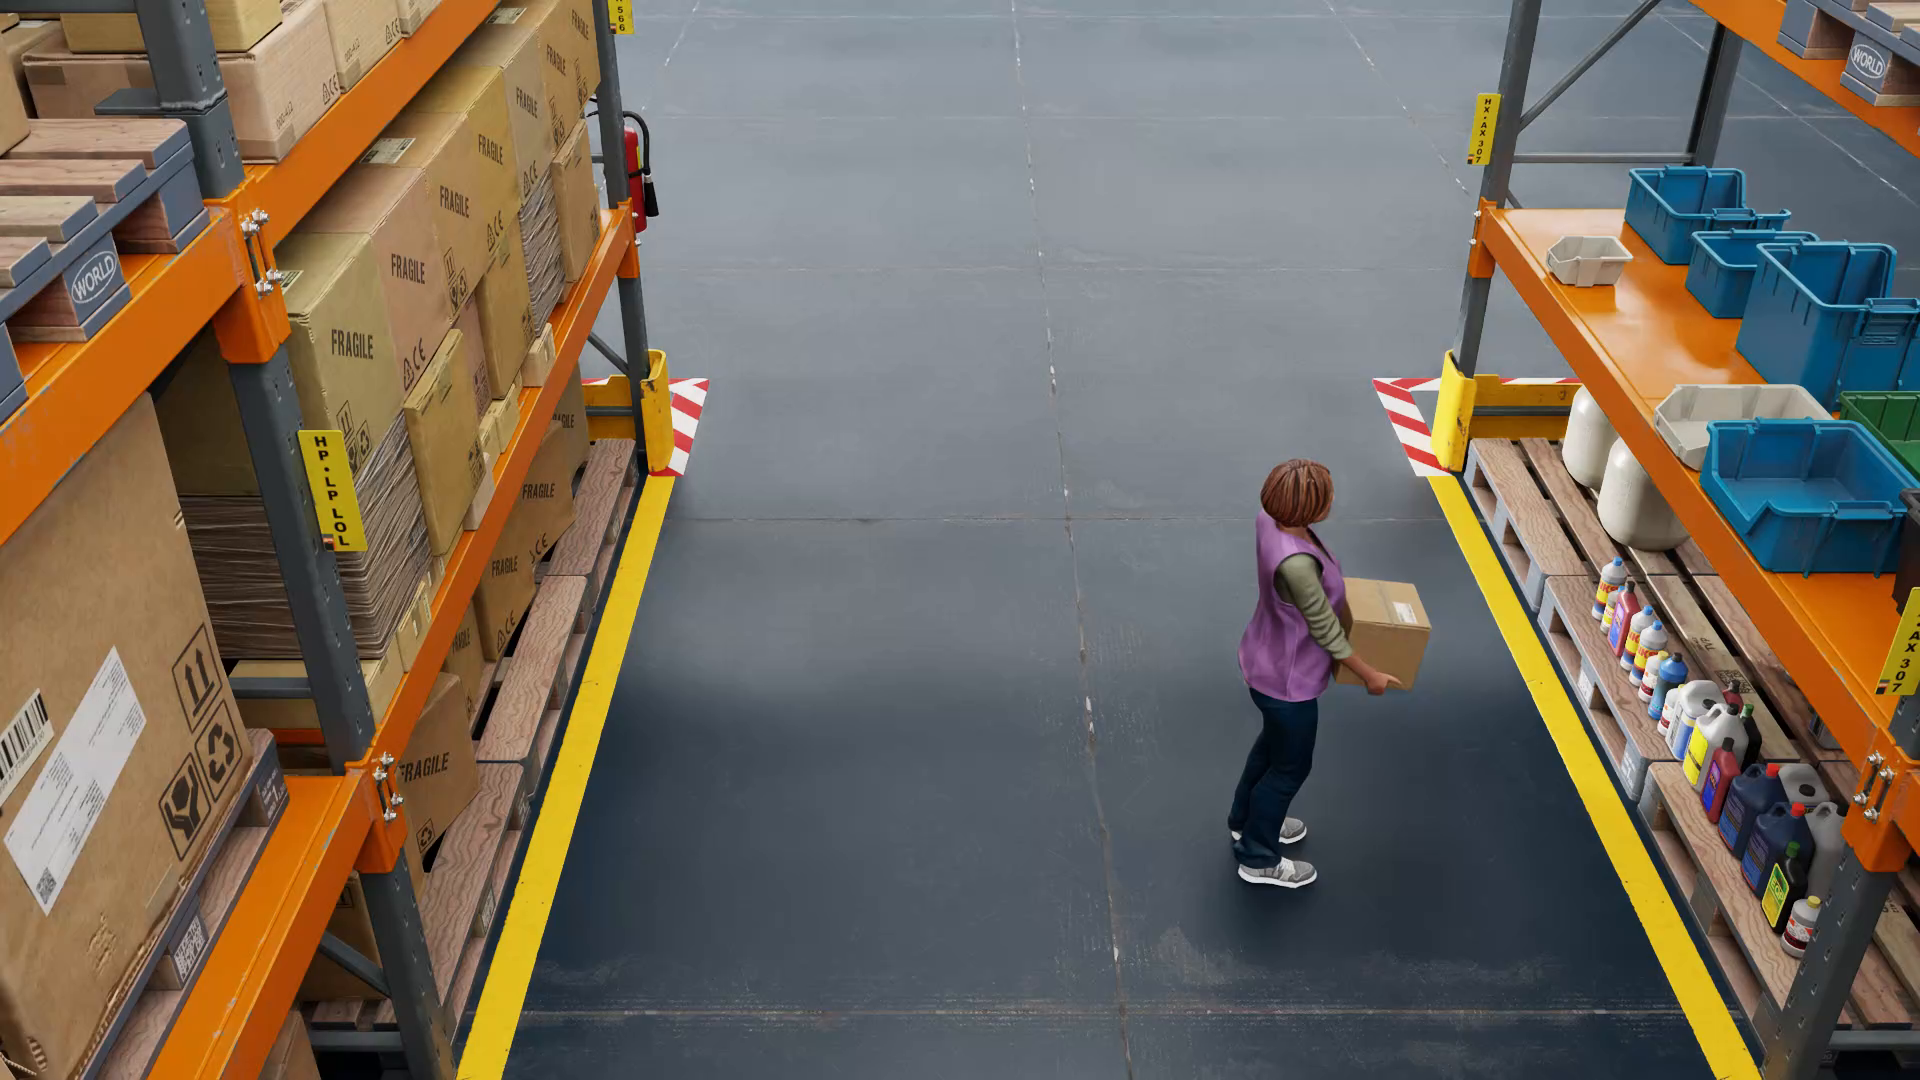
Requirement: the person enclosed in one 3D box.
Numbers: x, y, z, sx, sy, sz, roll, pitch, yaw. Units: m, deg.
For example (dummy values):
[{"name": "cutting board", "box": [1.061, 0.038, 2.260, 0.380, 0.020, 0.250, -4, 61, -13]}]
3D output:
[{"name": "person", "box": [1.163, 0.441, 5.443, 0.485, 1.596, 0.401, 0, 32, 0]}]
